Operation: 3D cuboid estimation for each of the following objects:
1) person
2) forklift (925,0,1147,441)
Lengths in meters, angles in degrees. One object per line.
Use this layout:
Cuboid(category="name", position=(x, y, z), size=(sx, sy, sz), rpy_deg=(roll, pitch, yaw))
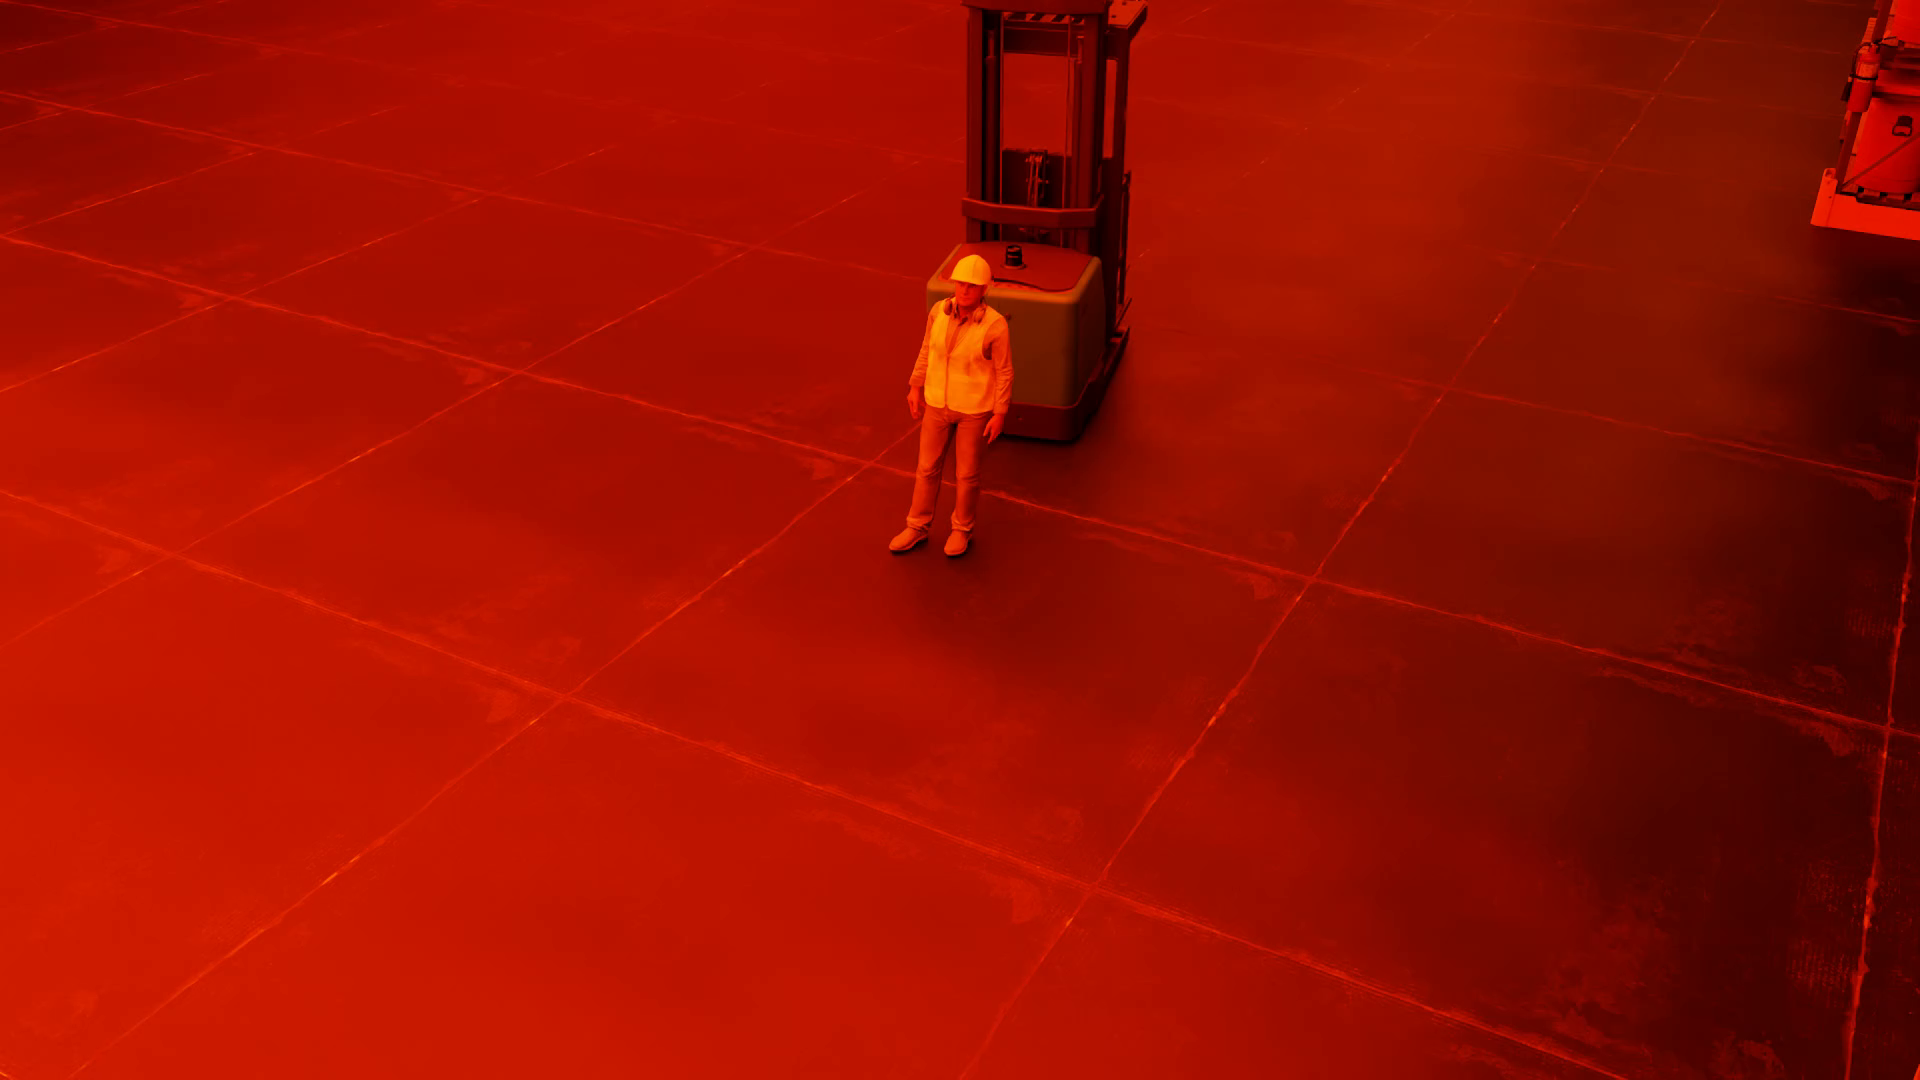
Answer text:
Cuboid(category="person", position=(-0.037, -0.749, 9.511), size=(0.634, 1.775, 0.566), rpy_deg=(15, 33, 25))
Cuboid(category="forklift", position=(0.648, -2.650, 11.662), size=(1.130, 2.935, 3.031), rpy_deg=(8, 31, 13))
